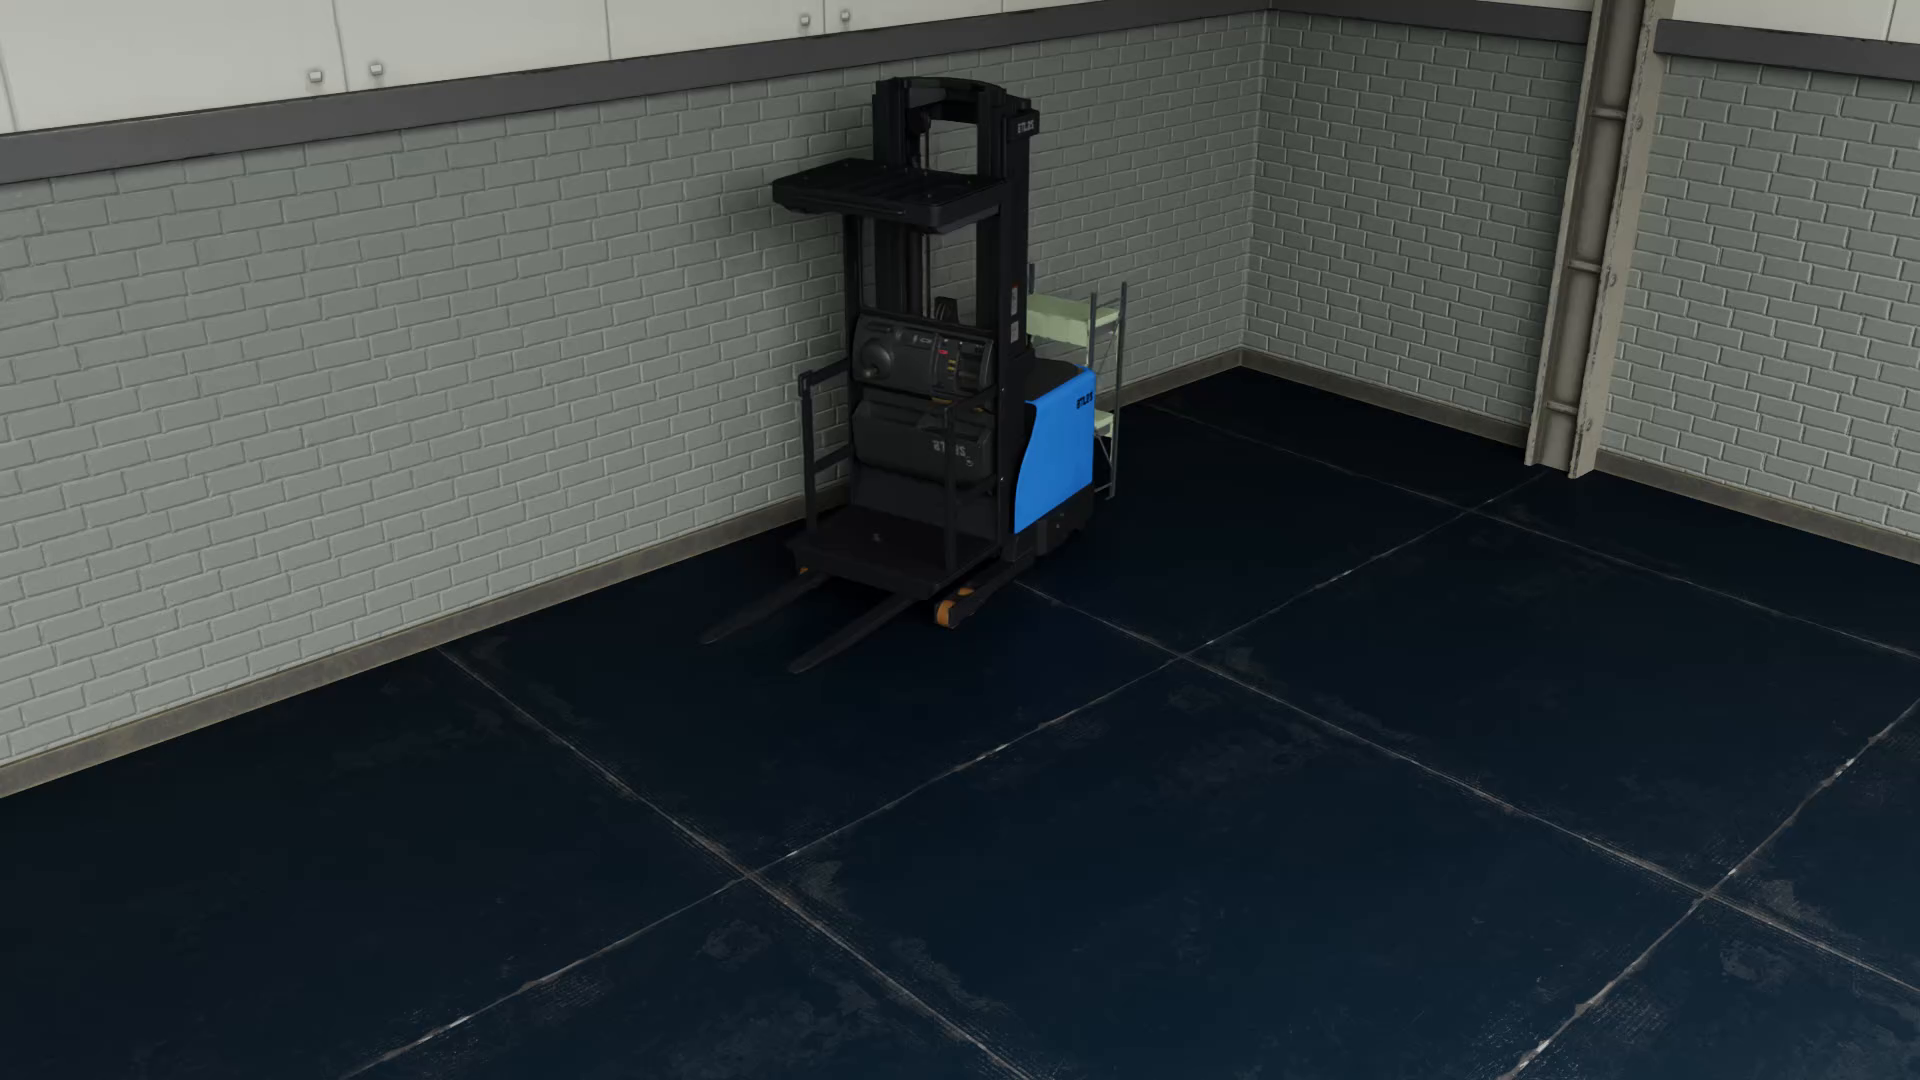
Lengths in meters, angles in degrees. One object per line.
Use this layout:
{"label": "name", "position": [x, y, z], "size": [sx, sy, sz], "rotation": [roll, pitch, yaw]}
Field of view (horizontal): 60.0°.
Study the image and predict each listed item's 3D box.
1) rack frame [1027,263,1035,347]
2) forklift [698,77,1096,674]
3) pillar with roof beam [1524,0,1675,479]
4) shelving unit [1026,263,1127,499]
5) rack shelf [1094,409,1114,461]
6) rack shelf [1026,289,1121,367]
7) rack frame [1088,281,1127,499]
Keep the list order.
{"label": "rack frame", "position": [0.363, -1.118, 11.377], "size": [0.023, 1.500, 0.400], "rotation": [17, 28, 33]}
{"label": "forklift", "position": [-0.332, -1.041, 9.500], "size": [1.130, 2.935, 3.031], "rotation": [15, 28, 29]}
{"label": "pillar with roof beam", "position": [1.153, -3.405, 7.372], "size": [9.100, 9.000, 0.400], "rotation": [-21, 32, -38]}
{"label": "shelving unit", "position": [0.655, -1.026, 11.176], "size": [0.755, 1.500, 0.431], "rotation": [17, 28, 33]}
{"label": "rack shelf", "position": [0.649, -0.727, 11.304], "size": [0.720, 0.370, 0.431], "rotation": [17, 28, 33]}
{"label": "rack shelf", "position": [0.662, -1.385, 11.023], "size": [0.720, 0.370, 0.431], "rotation": [17, 28, 33]}
{"label": "rack frame", "position": [0.947, -0.935, 10.975], "size": [0.023, 1.500, 0.400], "rotation": [17, 28, 33]}
